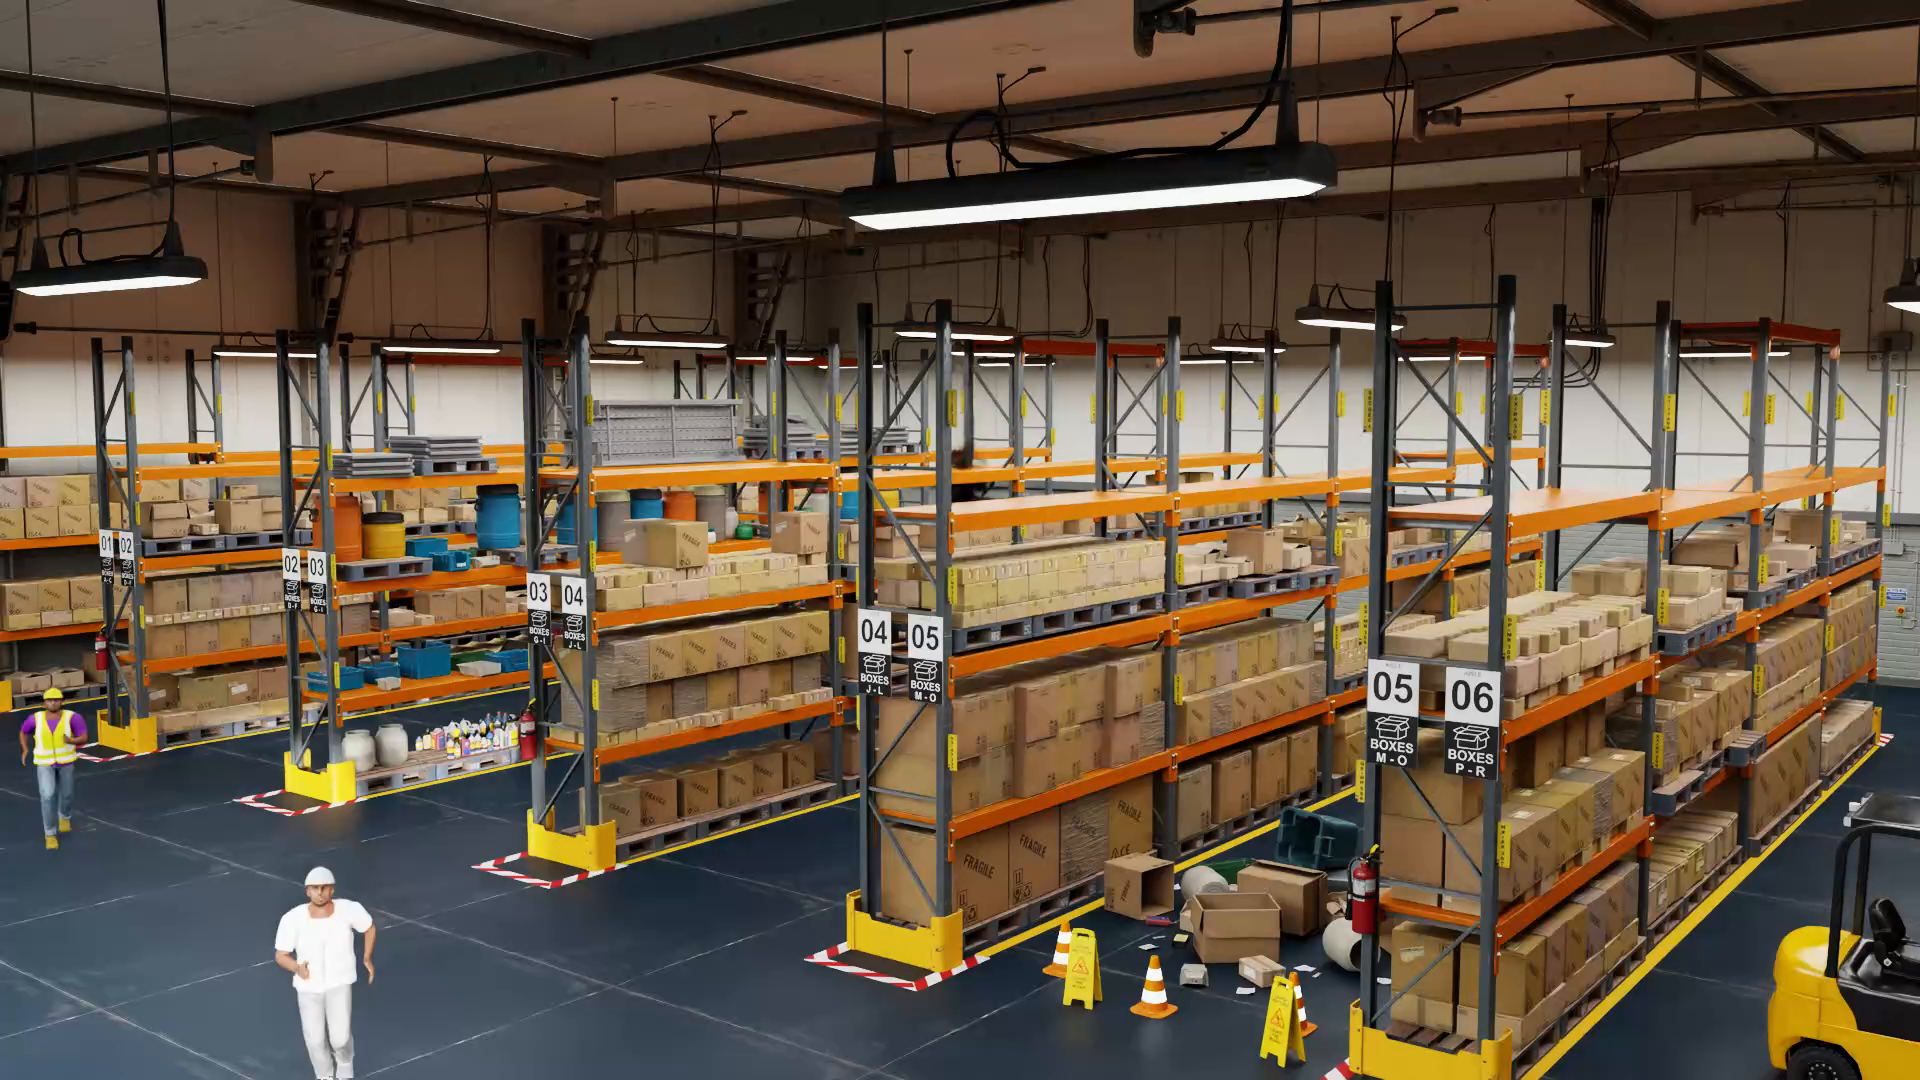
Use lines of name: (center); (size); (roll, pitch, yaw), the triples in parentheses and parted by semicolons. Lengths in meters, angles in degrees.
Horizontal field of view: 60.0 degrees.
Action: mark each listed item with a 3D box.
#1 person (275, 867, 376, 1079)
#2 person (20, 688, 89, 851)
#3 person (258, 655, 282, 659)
person: (-4.613, 3.239, 12.098); (0.685, 1.725, 0.623); (-2, 5, -17)
person: (-10.434, 2.598, 19.190); (0.684, 1.798, 0.893); (-3, 6, -31)
person: (-11.740, 1.855, 28.455); (0.660, 1.697, 0.656); (2, 5, 24)
